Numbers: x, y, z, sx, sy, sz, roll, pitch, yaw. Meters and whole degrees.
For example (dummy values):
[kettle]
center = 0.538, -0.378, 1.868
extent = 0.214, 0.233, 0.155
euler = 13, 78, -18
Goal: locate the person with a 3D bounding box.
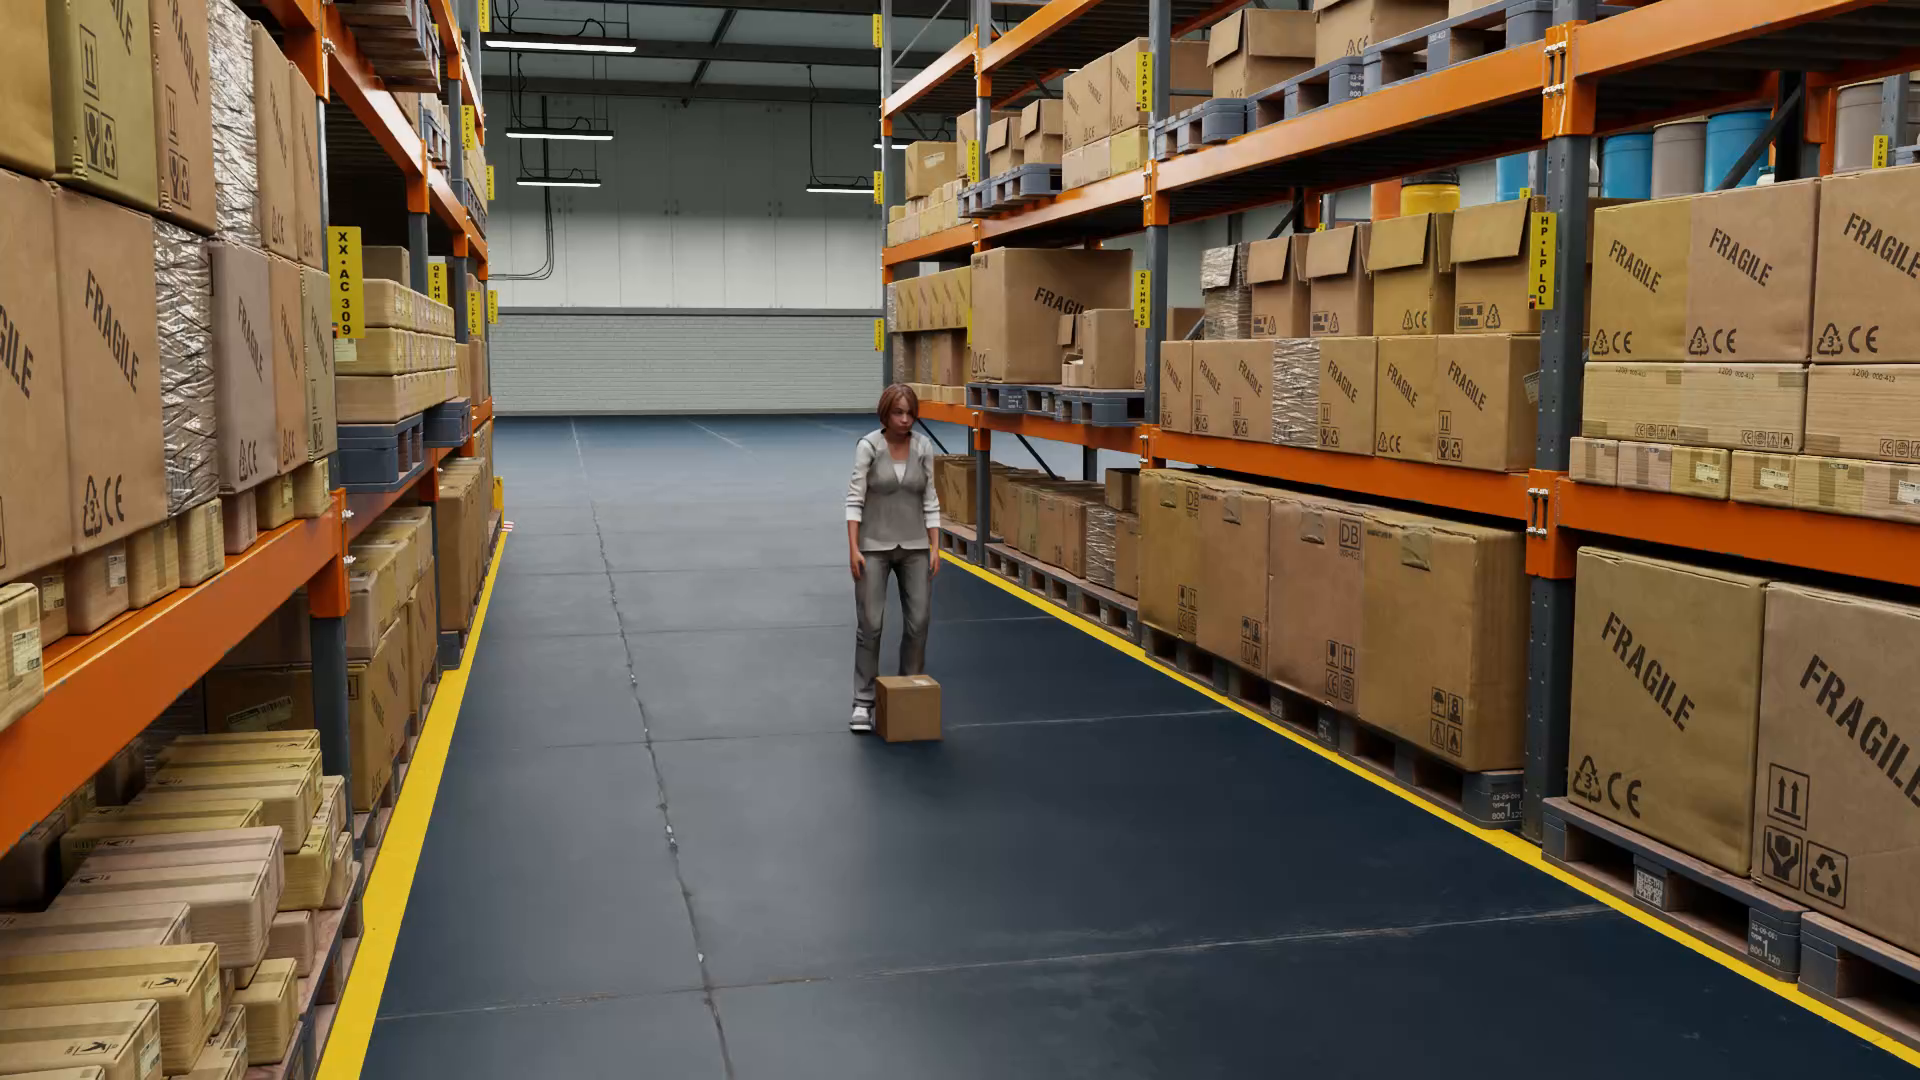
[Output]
[person]
center = -0.307, 0.073, 7.720
extent = 0.462, 1.593, 0.344
euler = -2, 7, -16
